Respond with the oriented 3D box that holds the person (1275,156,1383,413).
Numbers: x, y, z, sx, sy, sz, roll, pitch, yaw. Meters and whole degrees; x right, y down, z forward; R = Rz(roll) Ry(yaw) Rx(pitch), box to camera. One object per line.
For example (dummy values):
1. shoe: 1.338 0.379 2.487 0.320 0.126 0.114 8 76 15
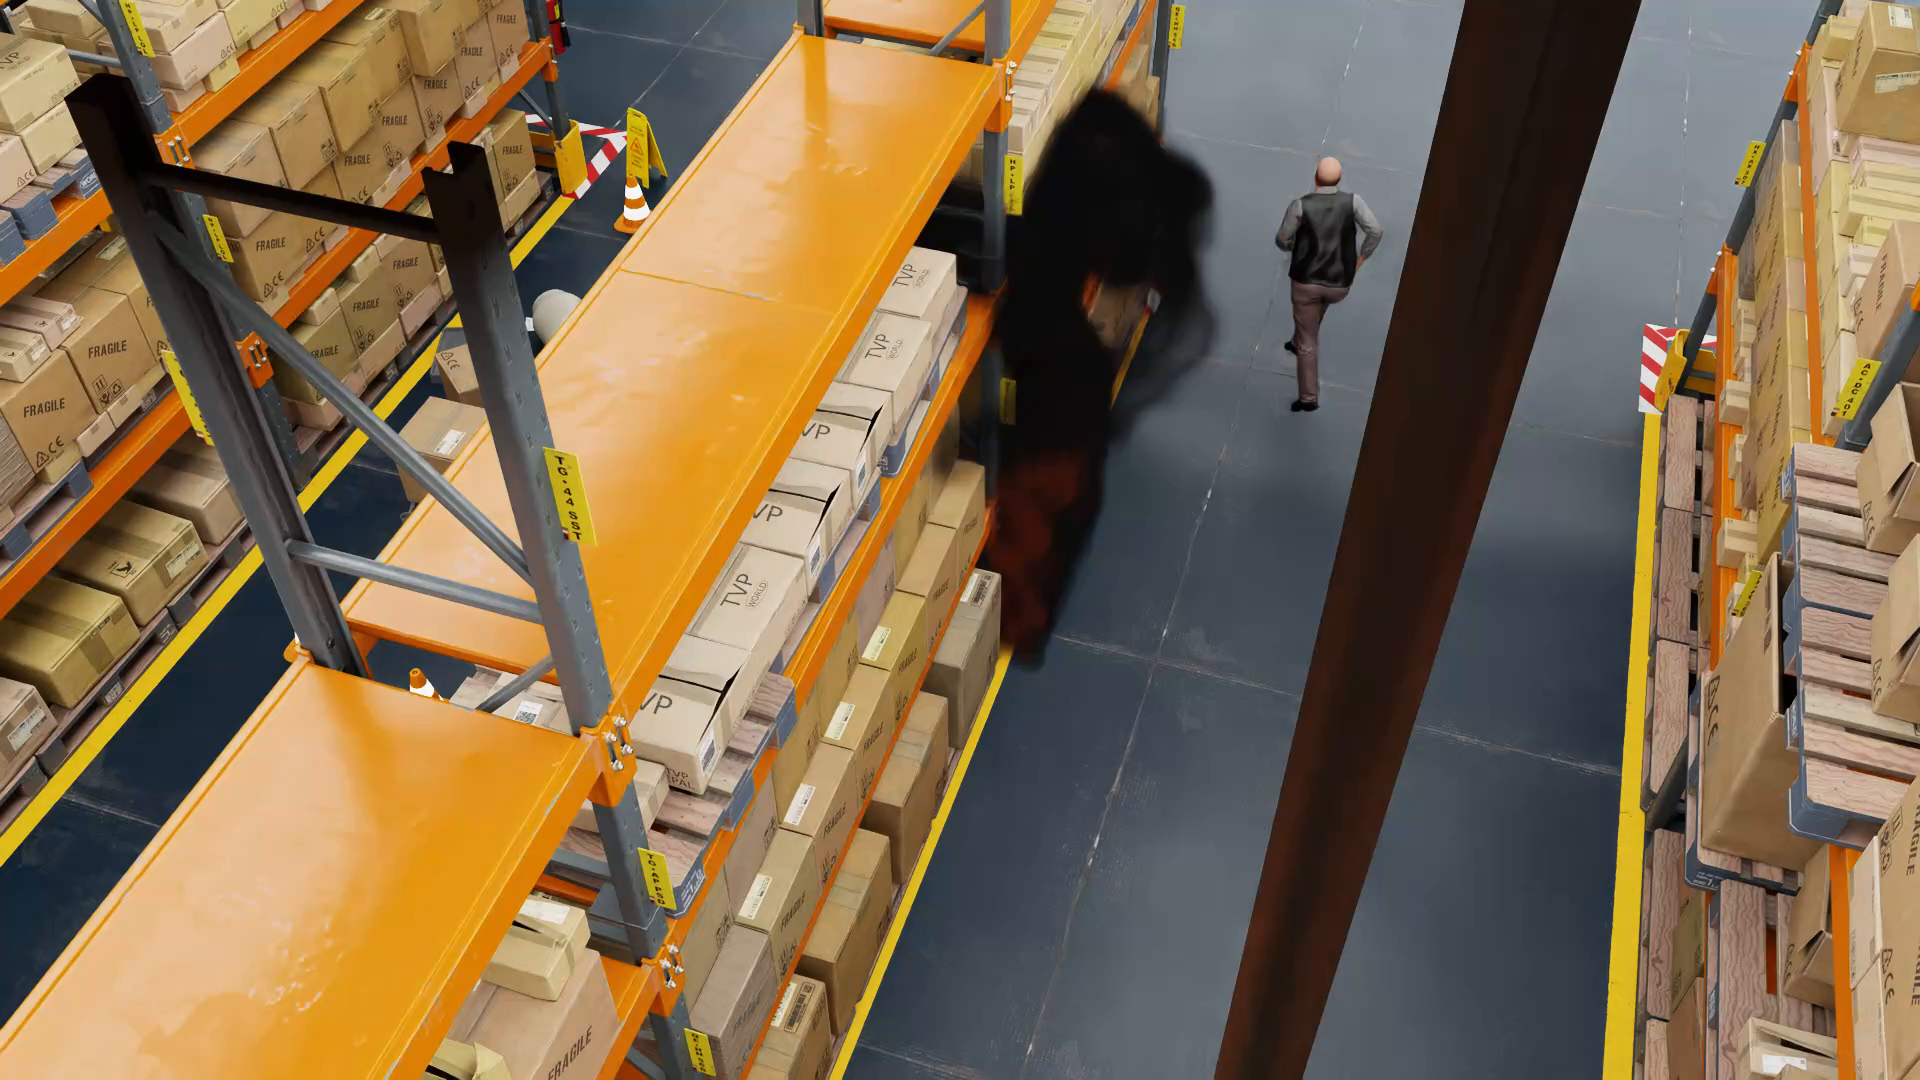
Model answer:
1. person: 2.472 -1.685 11.399 0.697 1.680 0.991 2 46 2
